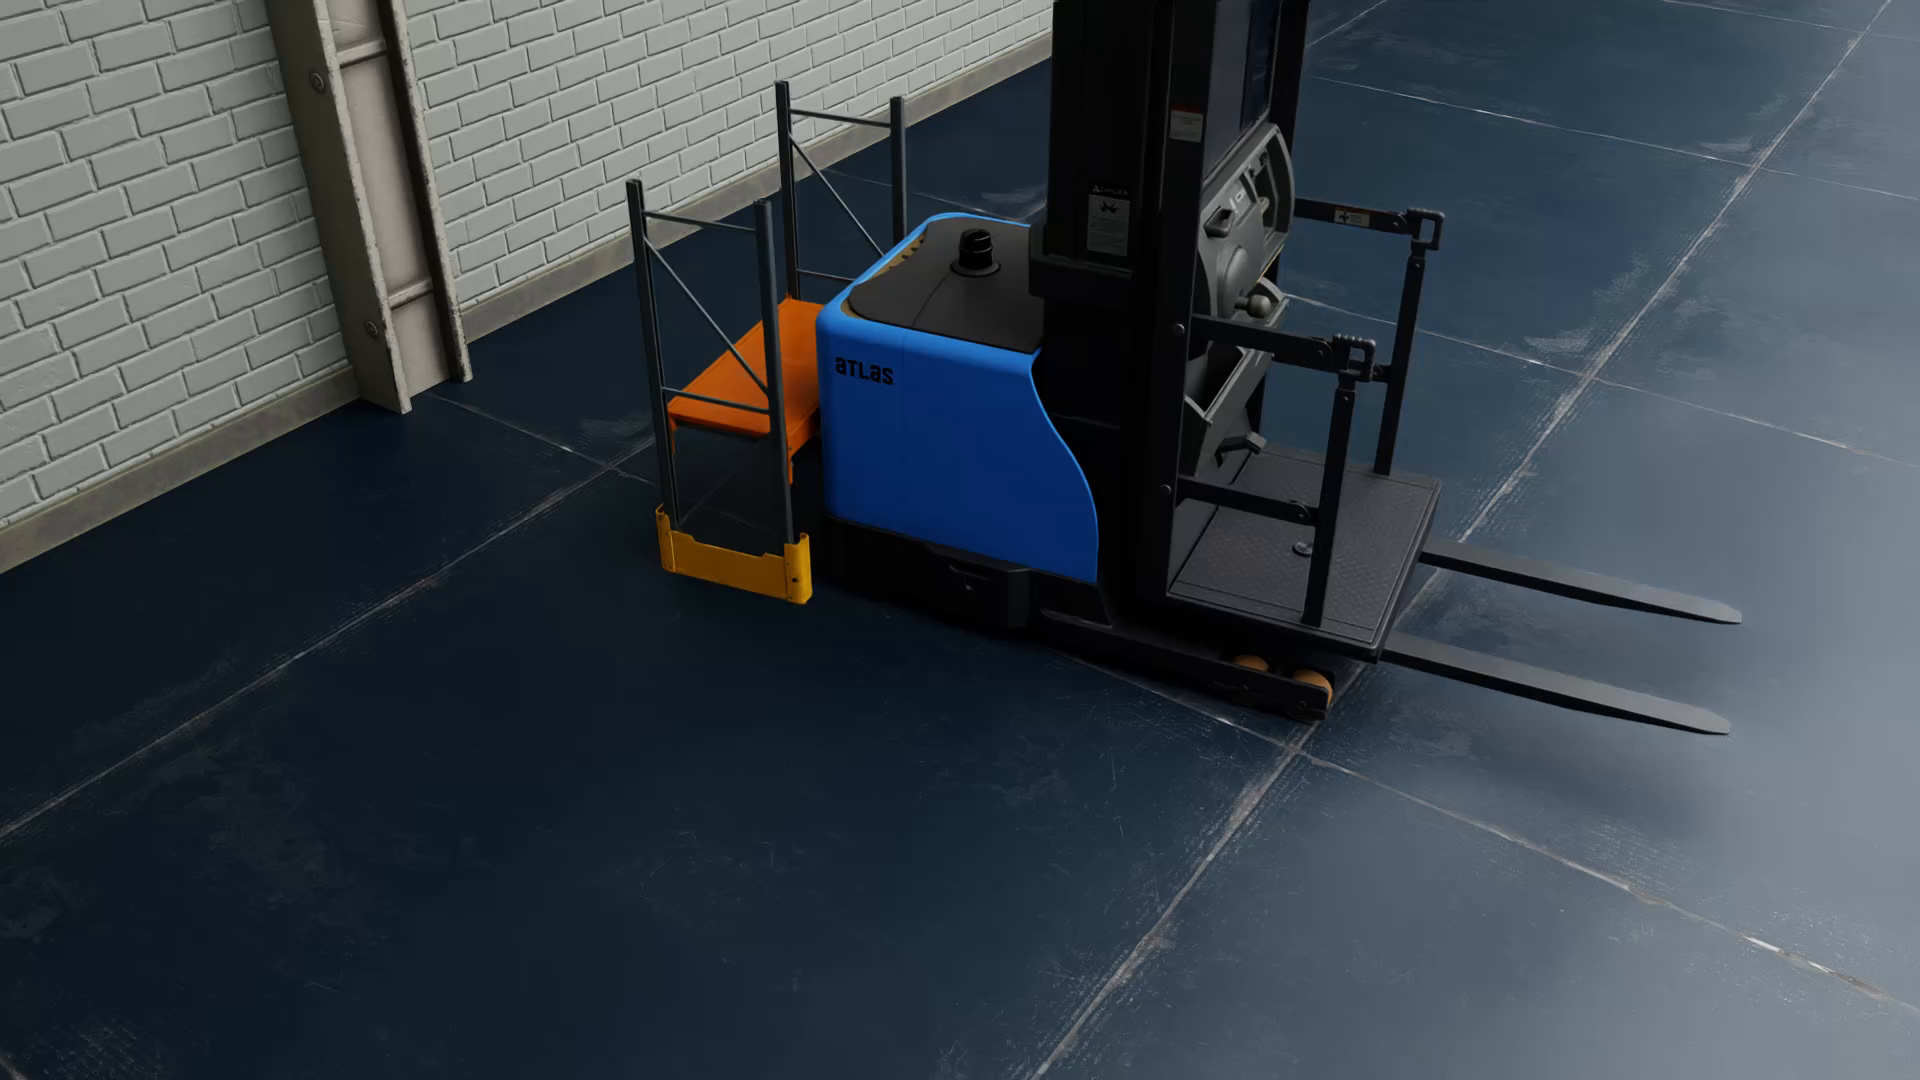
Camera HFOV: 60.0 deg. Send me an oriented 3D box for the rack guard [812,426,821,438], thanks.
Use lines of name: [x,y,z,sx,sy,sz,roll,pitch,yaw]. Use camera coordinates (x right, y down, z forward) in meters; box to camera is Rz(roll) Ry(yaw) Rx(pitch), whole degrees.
rack guard: [-0.435,-0.473,6.726,0.587,0.250,0.087,13,36,18]

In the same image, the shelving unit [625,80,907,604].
shelving unit: [-0.623,-0.732,5.994,0.587,1.500,1.083,13,36,18]

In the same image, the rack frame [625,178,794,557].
rack frame: [-0.819,-0.464,5.597,0.500,1.500,0.032,13,36,18]

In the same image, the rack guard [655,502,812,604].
rack guard: [-0.811,0.044,5.962,0.587,0.250,0.087,13,36,18]

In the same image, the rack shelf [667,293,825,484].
rack shelf: [-0.626,-0.578,6.088,0.538,0.185,1.000,13,36,18]

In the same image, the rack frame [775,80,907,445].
rack frame: [-0.434,-0.991,6.377,0.500,1.500,0.032,13,36,18]

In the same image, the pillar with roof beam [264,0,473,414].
pillar with roof beam: [1.163,-3.023,2.687,9.100,9.000,0.400,21,39,28]

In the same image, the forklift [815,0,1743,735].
forklift: [1.069,-0.967,5.064,3.031,2.935,1.130,14,37,20]
